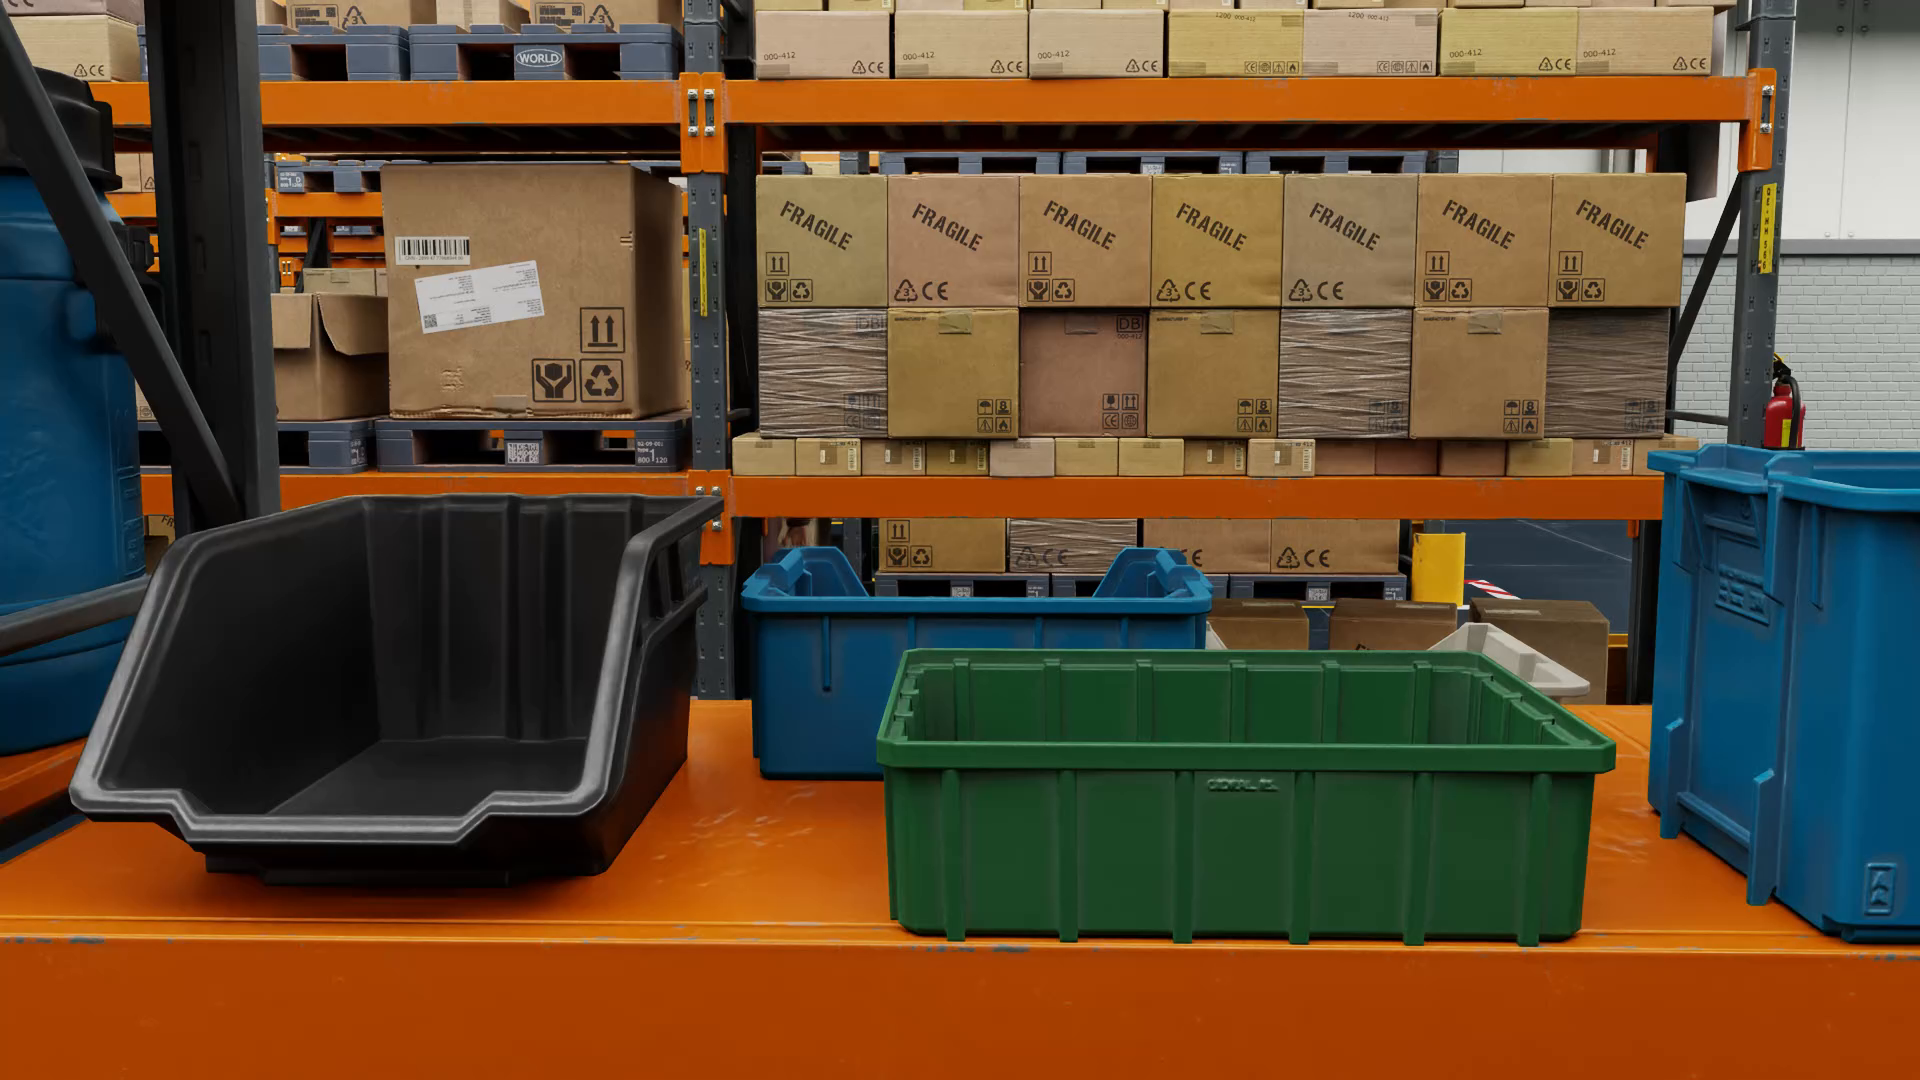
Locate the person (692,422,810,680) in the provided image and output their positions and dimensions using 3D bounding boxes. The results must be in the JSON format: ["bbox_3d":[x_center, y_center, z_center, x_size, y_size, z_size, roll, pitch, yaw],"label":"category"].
[{"bbox_3d":[-1.208,-0.089,8.617,1.013,1.715,0.638,2,7,15],"label":"person"}]
